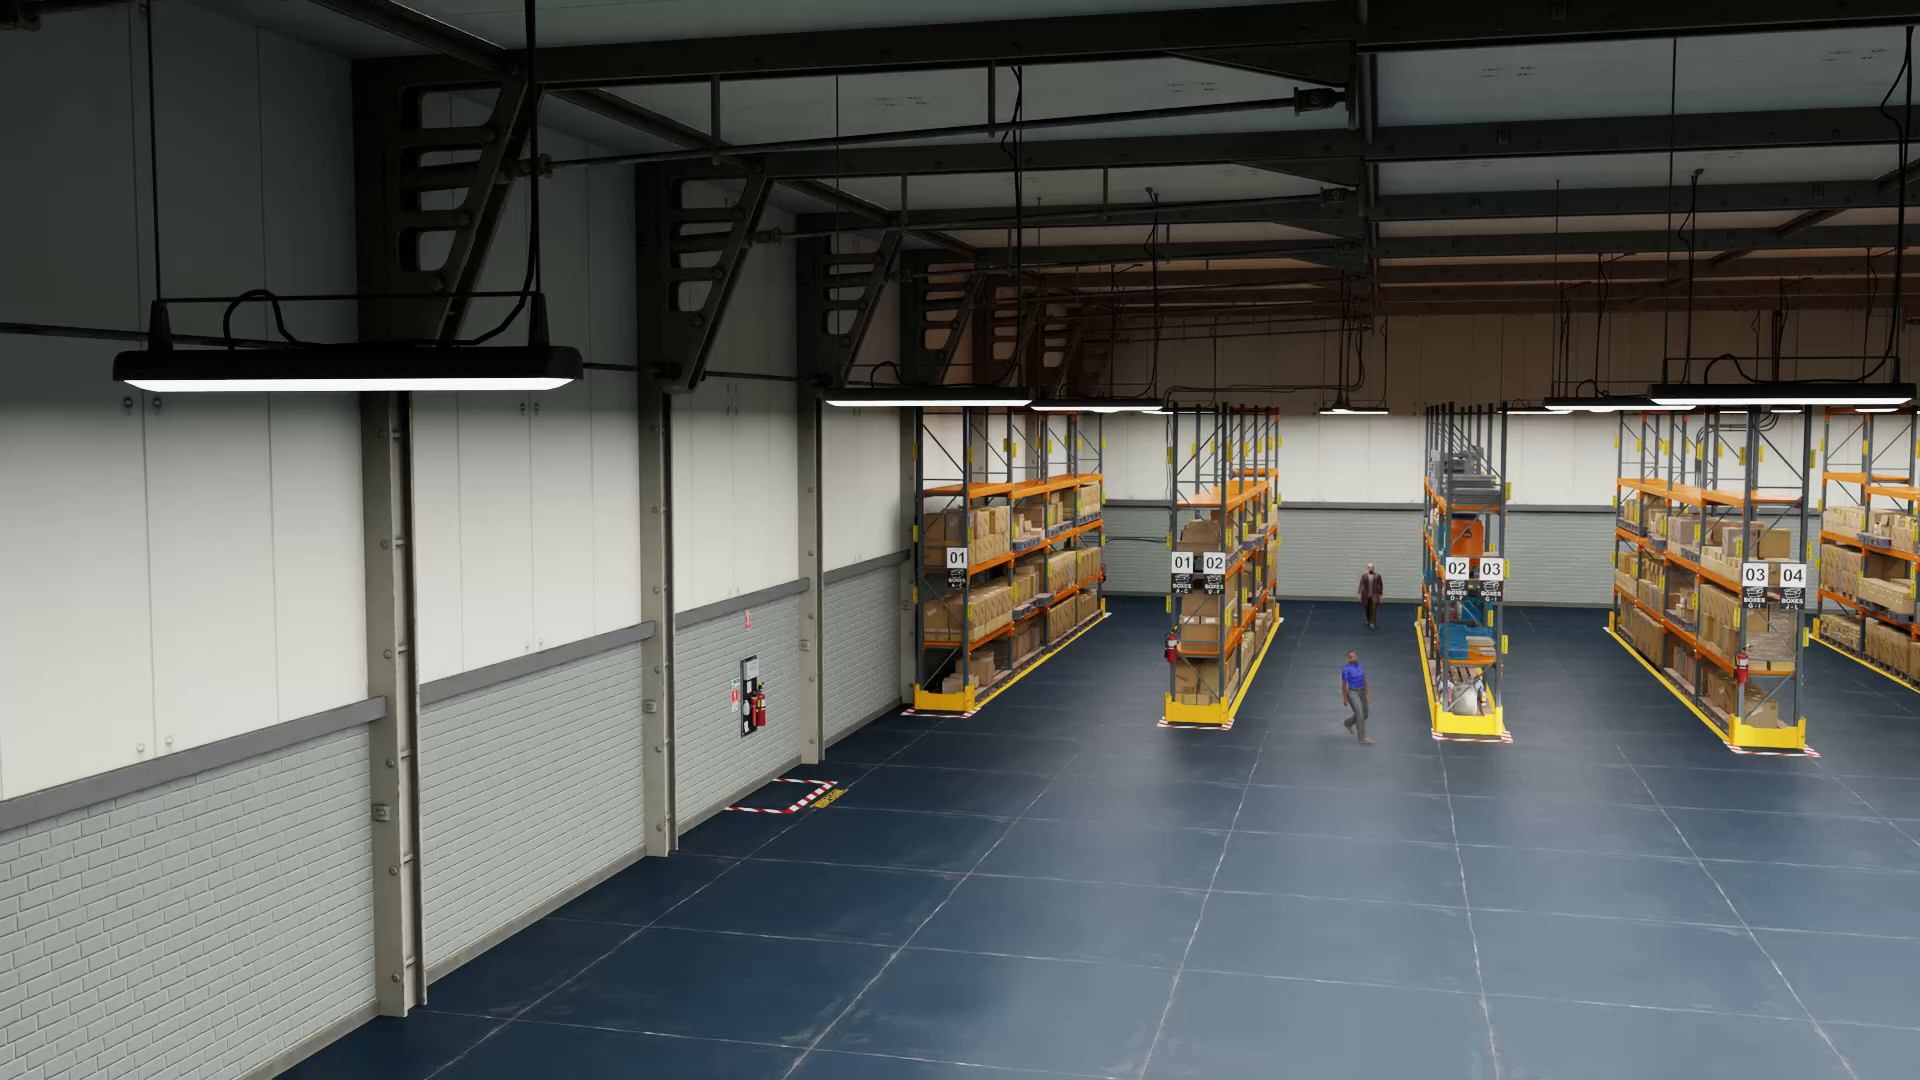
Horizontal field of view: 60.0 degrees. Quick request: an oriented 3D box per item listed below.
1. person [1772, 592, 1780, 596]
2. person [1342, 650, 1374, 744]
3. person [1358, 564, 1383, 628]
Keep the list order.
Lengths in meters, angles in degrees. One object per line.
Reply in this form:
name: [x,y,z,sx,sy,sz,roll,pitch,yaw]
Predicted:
person: [21.607,1.623,43.984,0.501,1.759,0.620,-3,5,-39]
person: [7.006,2.741,29.320,0.448,1.615,0.752,-3,5,-34]
person: [11.158,1.499,45.212,0.646,1.713,1.141,1,4,17]
